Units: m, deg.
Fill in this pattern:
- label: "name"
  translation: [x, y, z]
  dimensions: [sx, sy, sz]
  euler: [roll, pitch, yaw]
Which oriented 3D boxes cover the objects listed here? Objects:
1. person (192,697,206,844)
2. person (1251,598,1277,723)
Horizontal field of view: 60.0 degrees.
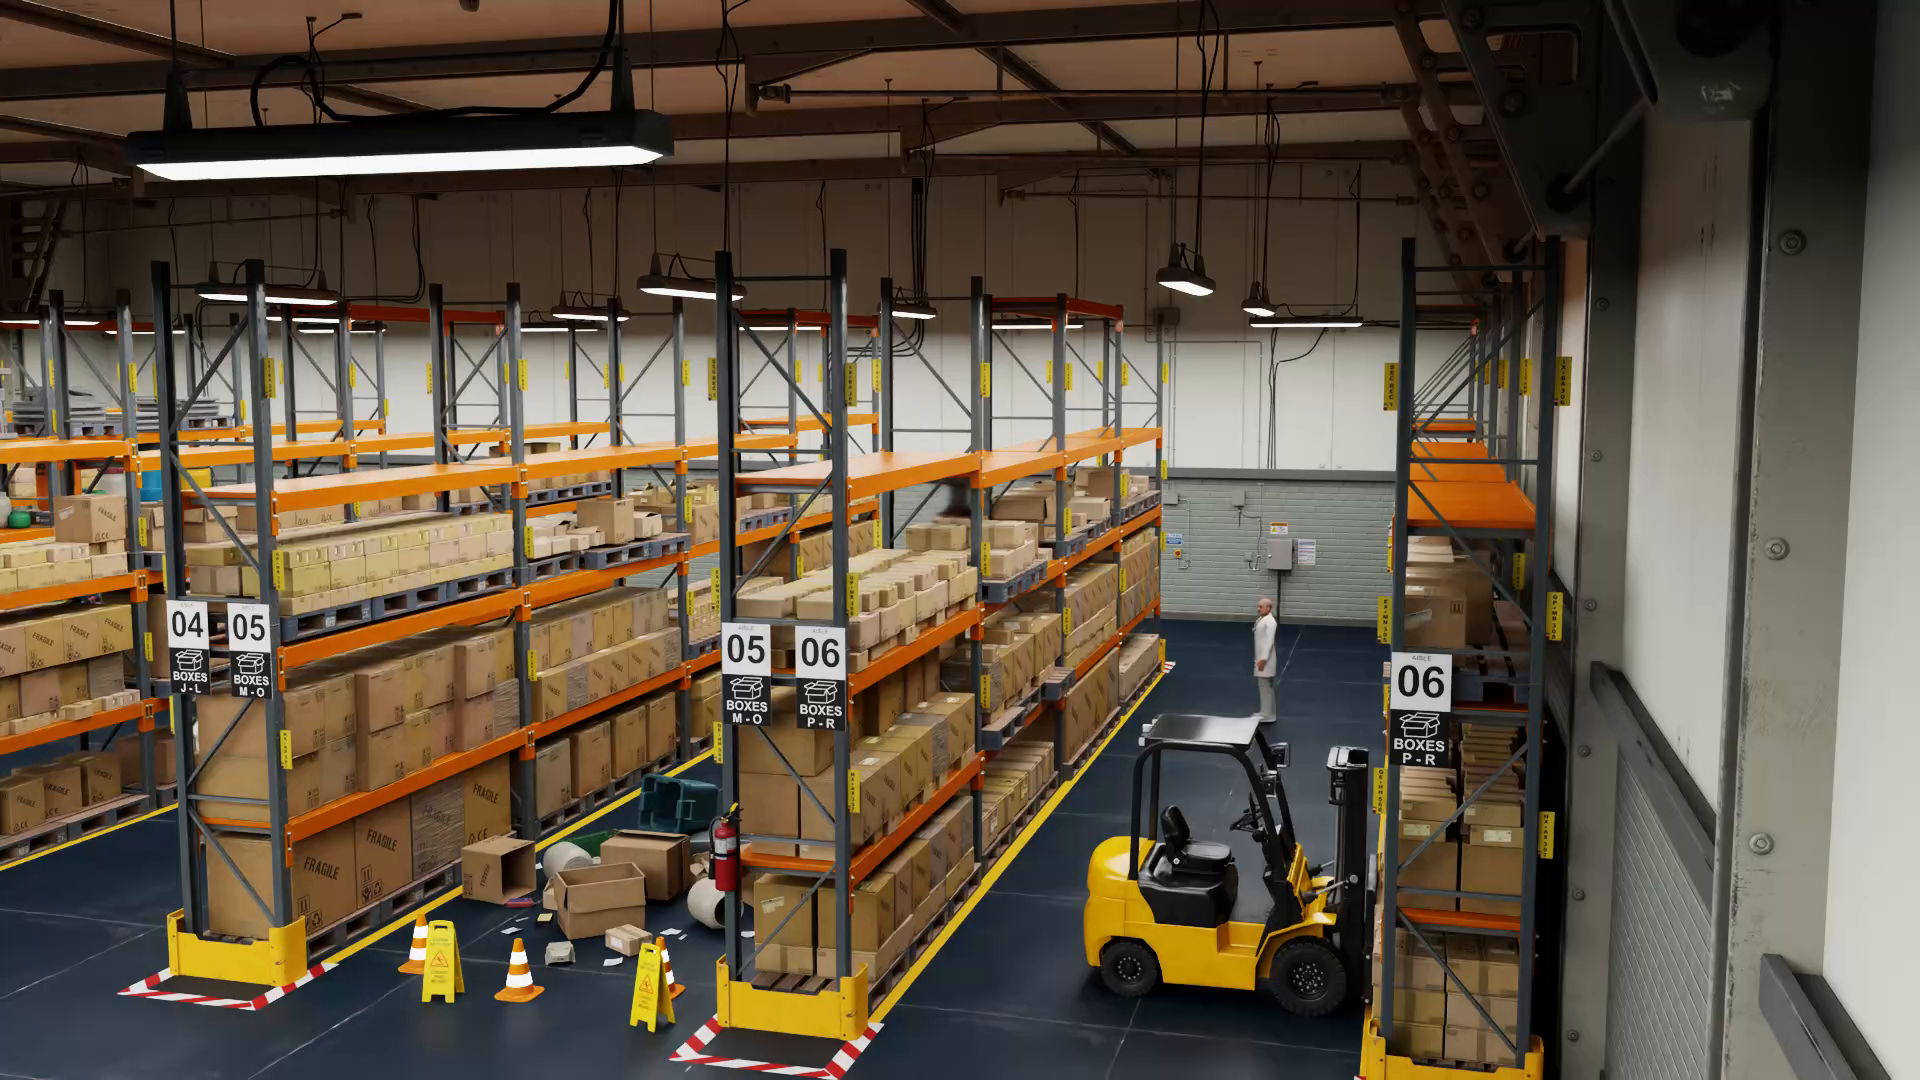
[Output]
- label: "person"
  translation: [-8.004, 2.451, 18.031]
  dimensions: [0.470, 1.713, 0.607]
  euler: [3, 7, 29]
- label: "person"
  translation: [4.382, 1.732, 24.007]
  dimensions: [0.392, 1.781, 0.605]
  euler: [1, 6, 5]
